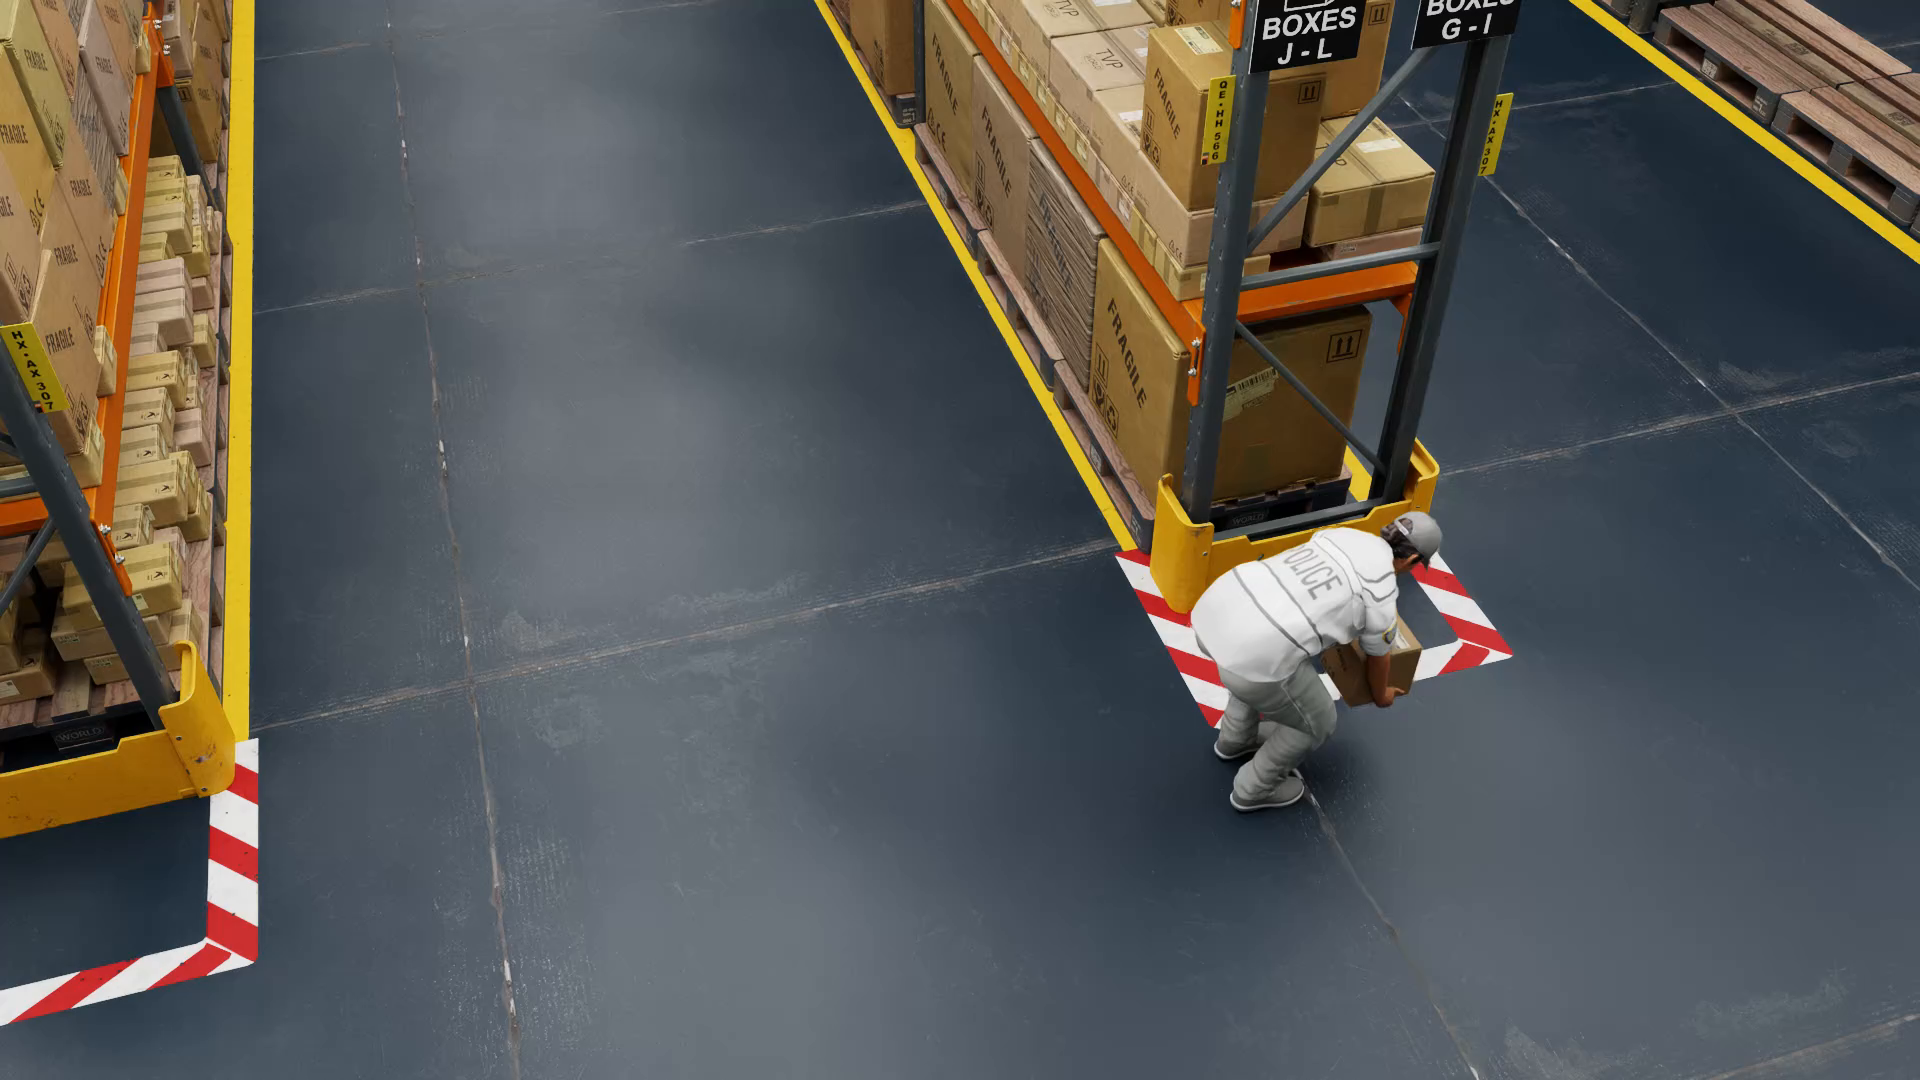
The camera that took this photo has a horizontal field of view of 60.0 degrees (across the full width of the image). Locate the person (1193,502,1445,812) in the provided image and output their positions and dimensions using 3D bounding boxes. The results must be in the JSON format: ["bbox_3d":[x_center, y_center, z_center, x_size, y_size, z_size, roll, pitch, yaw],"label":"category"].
[{"bbox_3d":[1.282,0.422,6.064,0.916,1.176,0.475,-15,45,-16],"label":"person"}]
